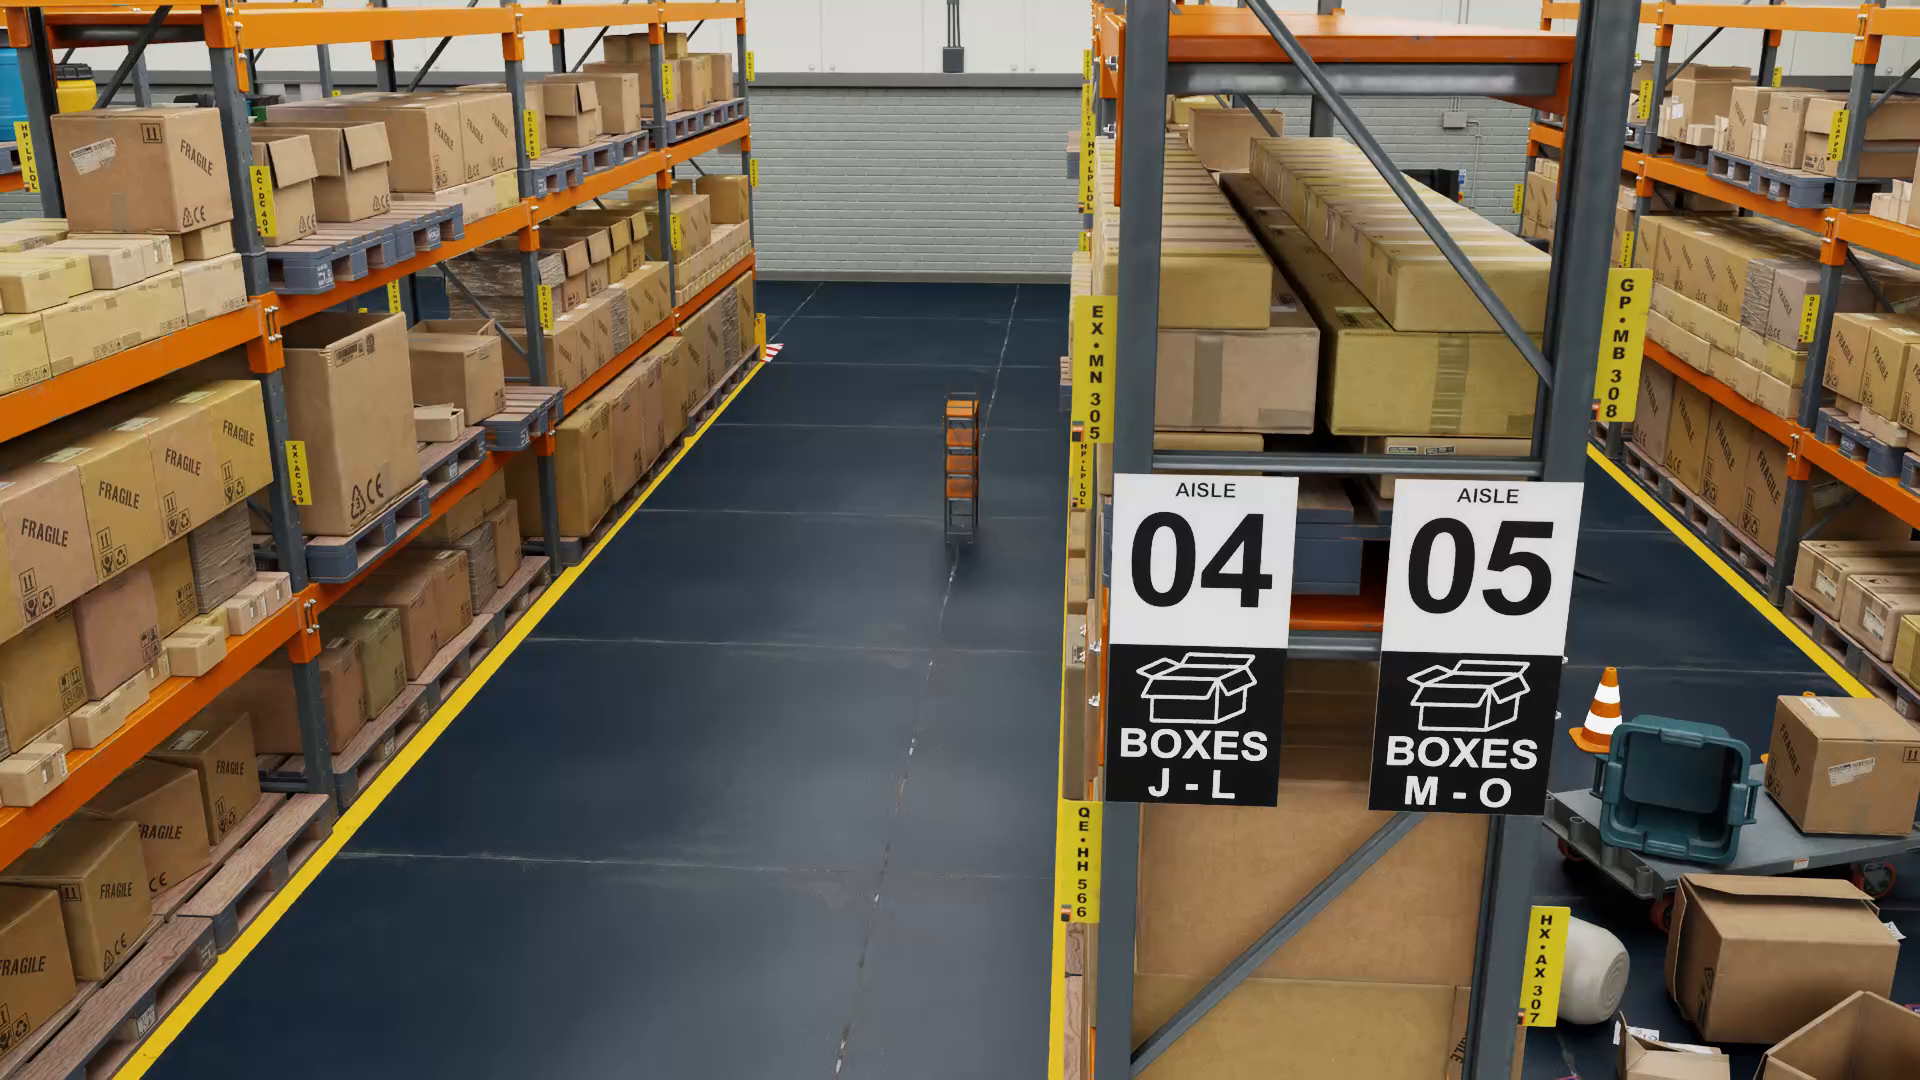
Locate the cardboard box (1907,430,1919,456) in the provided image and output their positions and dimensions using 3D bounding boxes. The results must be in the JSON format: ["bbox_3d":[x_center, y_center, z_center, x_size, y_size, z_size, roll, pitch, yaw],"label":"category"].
[{"bbox_3d":[6.046,-0.601,10.169,0.380,0.149,0.250,2,18,7],"label":"cardboard box"}]

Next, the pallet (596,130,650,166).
[{"bbox_3d":[-3.260,-3.462,14.663,0.805,0.209,1.217,1,18,2],"label":"pallet"}]

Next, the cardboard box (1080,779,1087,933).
[{"bbox_3d":[1.008,1.217,7.630,0.875,0.875,0.875,2,18,5],"label":"cardboard box"}]

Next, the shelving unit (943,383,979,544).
[{"bbox_3d":[0.012,-0.622,13.393,0.258,1.200,0.503,1,18,4],"label":"shelving unit"}]

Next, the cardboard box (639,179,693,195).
[{"bbox_3d":[-3.296,-3.784,18.714,0.500,0.500,0.500,1,18,3],"label":"cardboard box"}]

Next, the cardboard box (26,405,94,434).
[{"bbox_3d":[-4.137,-0.304,7.289,0.500,0.500,0.500,1,18,4],"label":"cardboard box"}]

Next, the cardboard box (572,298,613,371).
[{"bbox_3d":[-3.156,-1.683,13.582,0.500,0.500,0.500,1,18,3],"label":"cardboard box"}]

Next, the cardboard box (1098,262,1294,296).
[{"bbox_3d":[0.629,-0.601,4.551,0.500,0.250,0.500,1,18,4],"label":"cardboard box"}]

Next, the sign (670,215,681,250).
[{"bbox_3d":[-2.702,-2.917,15.777,0.100,0.325,0.005,1,18,4],"label":"sign"}]

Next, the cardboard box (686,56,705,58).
[{"bbox_3d":[-3.090,-4.880,17.685,0.700,0.500,0.500,0,18,0],"label":"cardboard box"}]

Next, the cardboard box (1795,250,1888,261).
[{"bbox_3d":[6.712,-1.935,12.746,0.500,0.500,0.500,2,18,5],"label":"cardboard box"}]

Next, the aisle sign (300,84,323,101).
[{"bbox_3d":[-7.600,-5.018,19.745,0.394,0.787,0.004,1,18,4],"label":"aisle sign"}]

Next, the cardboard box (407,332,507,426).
[{"bbox_3d":[-3.469,-1.074,11.050,0.700,0.500,0.500,4,19,12],"label":"cardboard box"}]

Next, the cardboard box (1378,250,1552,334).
[{"bbox_3d":[1.177,-0.573,3.826,0.380,0.149,0.250,1,18,5],"label":"cardboard box"}]

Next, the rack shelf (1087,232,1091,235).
[{"bbox_3d":[1.553,-2.734,13.288,1.077,0.370,4.000,1,18,4],"label":"rack shelf"}]

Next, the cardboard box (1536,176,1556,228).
[{"bbox_3d":[6.579,-3.654,17.992,0.500,0.500,0.500,1,18,2],"label":"cardboard box"}]

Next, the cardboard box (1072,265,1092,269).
[{"bbox_3d":[1.154,-2.279,14.334,0.380,0.149,0.250,1,18,3],"label":"cardboard box"}]

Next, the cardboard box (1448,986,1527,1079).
[{"bbox_3d":[2.035,1.905,6.804,0.500,0.500,0.500,4,19,13],"label":"cardboard box"}]

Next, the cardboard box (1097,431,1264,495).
[{"bbox_3d":[0.522,-0.209,3.994,0.380,0.149,0.250,1,18,4],"label":"cardboard box"}]

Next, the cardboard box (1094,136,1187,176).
[{"bbox_3d":[0.758,-1.614,7.001,0.380,0.149,0.250,1,18,4],"label":"cardboard box"}]

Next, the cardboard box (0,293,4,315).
[{"bbox_3d":[-3.749,-0.874,6.057,0.380,0.149,0.250,1,18,2],"label":"cardboard box"}]

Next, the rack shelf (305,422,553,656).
[{"bbox_3d":[-3.674,-0.208,10.397,1.077,0.370,4.000,1,18,4],"label":"rack shelf"}]

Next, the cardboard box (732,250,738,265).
[{"bbox_3d":[-2.709,-3.182,18.721,0.380,0.149,0.250,2,18,5],"label":"cardboard box"}]

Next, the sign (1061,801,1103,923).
[{"bbox_3d":[0.296,0.776,3.998,0.100,0.325,0.005,1,18,4],"label":"sign"}]

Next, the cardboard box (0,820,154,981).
[{"bbox_3d":[-3.885,1.555,7.200,0.500,0.500,0.500,0,18,-1],"label":"cardboard box"}]

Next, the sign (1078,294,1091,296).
[{"bbox_3d":[0.868,-1.551,11.607,0.100,0.325,0.005,1,18,4],"label":"sign"}]

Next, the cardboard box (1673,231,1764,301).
[{"bbox_3d":[6.275,-2.271,13.769,0.500,0.500,0.500,1,18,3],"label":"cardboard box"}]

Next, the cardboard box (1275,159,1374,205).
[{"bbox_3d":[1.343,-1.284,5.994,0.380,0.149,0.250,1,18,4],"label":"cardboard box"}]

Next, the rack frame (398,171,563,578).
[{"bbox_3d":[-3.530,-1.172,12.181,1.000,3.000,0.127,1,18,4],"label":"rack frame"}]

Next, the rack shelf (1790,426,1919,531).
[{"bbox_3d":[6.211,0.013,9.722,1.077,0.370,4.000,1,18,4],"label":"rack shelf"}]

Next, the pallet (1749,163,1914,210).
[{"bbox_3d":[6.347,-2.487,11.682,1.213,0.211,1.003,2,18,6],"label":"pallet"}]

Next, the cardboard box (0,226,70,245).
[{"bbox_3d":[-4.099,-1.295,7.340,0.380,0.149,0.250,0,18,1],"label":"cardboard box"}]

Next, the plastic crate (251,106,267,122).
[{"bbox_3d":[-7.683,-4.779,18.713,0.450,0.188,0.336,1,18,4],"label":"plastic crate"}]

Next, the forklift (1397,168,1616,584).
[{"bbox_3d":[3.594,-1.233,12.478,1.130,2.935,3.031,-11,21,-29],"label":"forklift"}]

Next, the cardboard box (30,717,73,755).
[{"bbox_3d":[-3.756,0.805,6.552,0.380,0.149,0.250,1,18,4],"label":"cardboard box"}]

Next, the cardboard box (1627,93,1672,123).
[{"bbox_3d":[6.367,-4.007,15.397,0.396,0.266,0.258,2,18,6],"label":"cardboard box"}]

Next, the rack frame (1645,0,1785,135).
[{"bbox_3d":[6.641,-5.043,14.363,1.000,3.000,0.127,1,18,4],"label":"rack frame"}]

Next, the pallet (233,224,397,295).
[{"bbox_3d":[-3.667,-1.455,8.530,1.213,0.211,1.003,1,18,4],"label":"pallet"}]

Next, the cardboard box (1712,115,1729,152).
[{"bbox_3d":[6.161,-3.194,13.078,0.396,0.266,0.258,3,18,8],"label":"cardboard box"}]

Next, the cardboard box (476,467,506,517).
[{"bbox_3d":[-3.549,-0.340,11.748,0.500,0.250,0.500,2,18,6],"label":"cardboard box"}]

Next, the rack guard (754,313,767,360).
[{"bbox_3d":[-2.955,-2.476,20.176,1.175,0.500,0.348,1,18,4],"label":"rack guard"}]

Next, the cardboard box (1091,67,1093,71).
[{"bbox_3d":[1.586,-4.963,17.732,0.380,0.149,0.250,2,18,5],"label":"cardboard box"}]

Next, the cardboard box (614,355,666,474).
[{"bbox_3d":[-3.333,-1.127,14.783,1.225,0.875,0.875,1,18,2],"label":"cardboard box"}]

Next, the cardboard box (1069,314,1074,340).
[{"bbox_3d":[0.987,-1.555,12.124,0.380,0.149,0.250,1,18,2],"label":"cardboard box"}]

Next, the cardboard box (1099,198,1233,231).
[{"bbox_3d":[0.596,-0.904,4.836,0.380,0.149,0.250,1,18,4],"label":"cardboard box"}]

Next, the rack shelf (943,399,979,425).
[{"bbox_3d":[0.012,-0.995,13.271,0.258,0.148,0.480,1,18,4],"label":"rack shelf"}]

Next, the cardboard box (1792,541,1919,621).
[{"bbox_3d":[6.304,0.274,11.315,0.950,0.372,0.625,0,18,0],"label":"cardboard box"}]

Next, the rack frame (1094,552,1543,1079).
[{"bbox_3d":[0.836,1.455,4.165,1.000,3.000,0.127,1,18,4],"label":"rack frame"}]

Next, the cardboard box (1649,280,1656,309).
[{"bbox_3d":[6.328,-2.229,14.845,0.500,0.250,0.500,1,18,2],"label":"cardboard box"}]

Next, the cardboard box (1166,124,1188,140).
[{"bbox_3d":[1.716,-2.674,11.788,0.500,0.500,0.500,1,18,4],"label":"cardboard box"}]

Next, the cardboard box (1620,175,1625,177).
[{"bbox_3d":[6.503,-3.599,16.780,0.380,0.149,0.250,1,18,4],"label":"cardboard box"}]

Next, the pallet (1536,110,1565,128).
[{"bbox_3d":[6.885,-4.588,17.931,1.003,0.211,1.213,1,18,4],"label":"pallet"}]

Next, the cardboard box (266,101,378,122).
[{"bbox_3d":[-3.890,-2.428,10.235,0.500,0.500,0.500,1,18,2],"label":"cardboard box"}]

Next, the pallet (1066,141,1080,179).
[{"bbox_3d":[1.475,-3.096,13.540,1.213,0.211,1.003,1,18,4],"label":"pallet"}]

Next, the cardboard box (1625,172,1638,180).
[{"bbox_3d":[7.027,-3.671,17.002,0.380,0.149,0.250,2,18,6],"label":"cardboard box"}]

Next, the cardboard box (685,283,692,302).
[{"bbox_3d":[-2.872,-2.460,16.518,0.380,0.149,0.250,1,18,2],"label":"cardboard box"}]

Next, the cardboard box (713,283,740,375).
[{"bbox_3d":[-2.988,-2.363,18.555,0.875,0.875,0.875,1,18,4],"label":"cardboard box"}]
